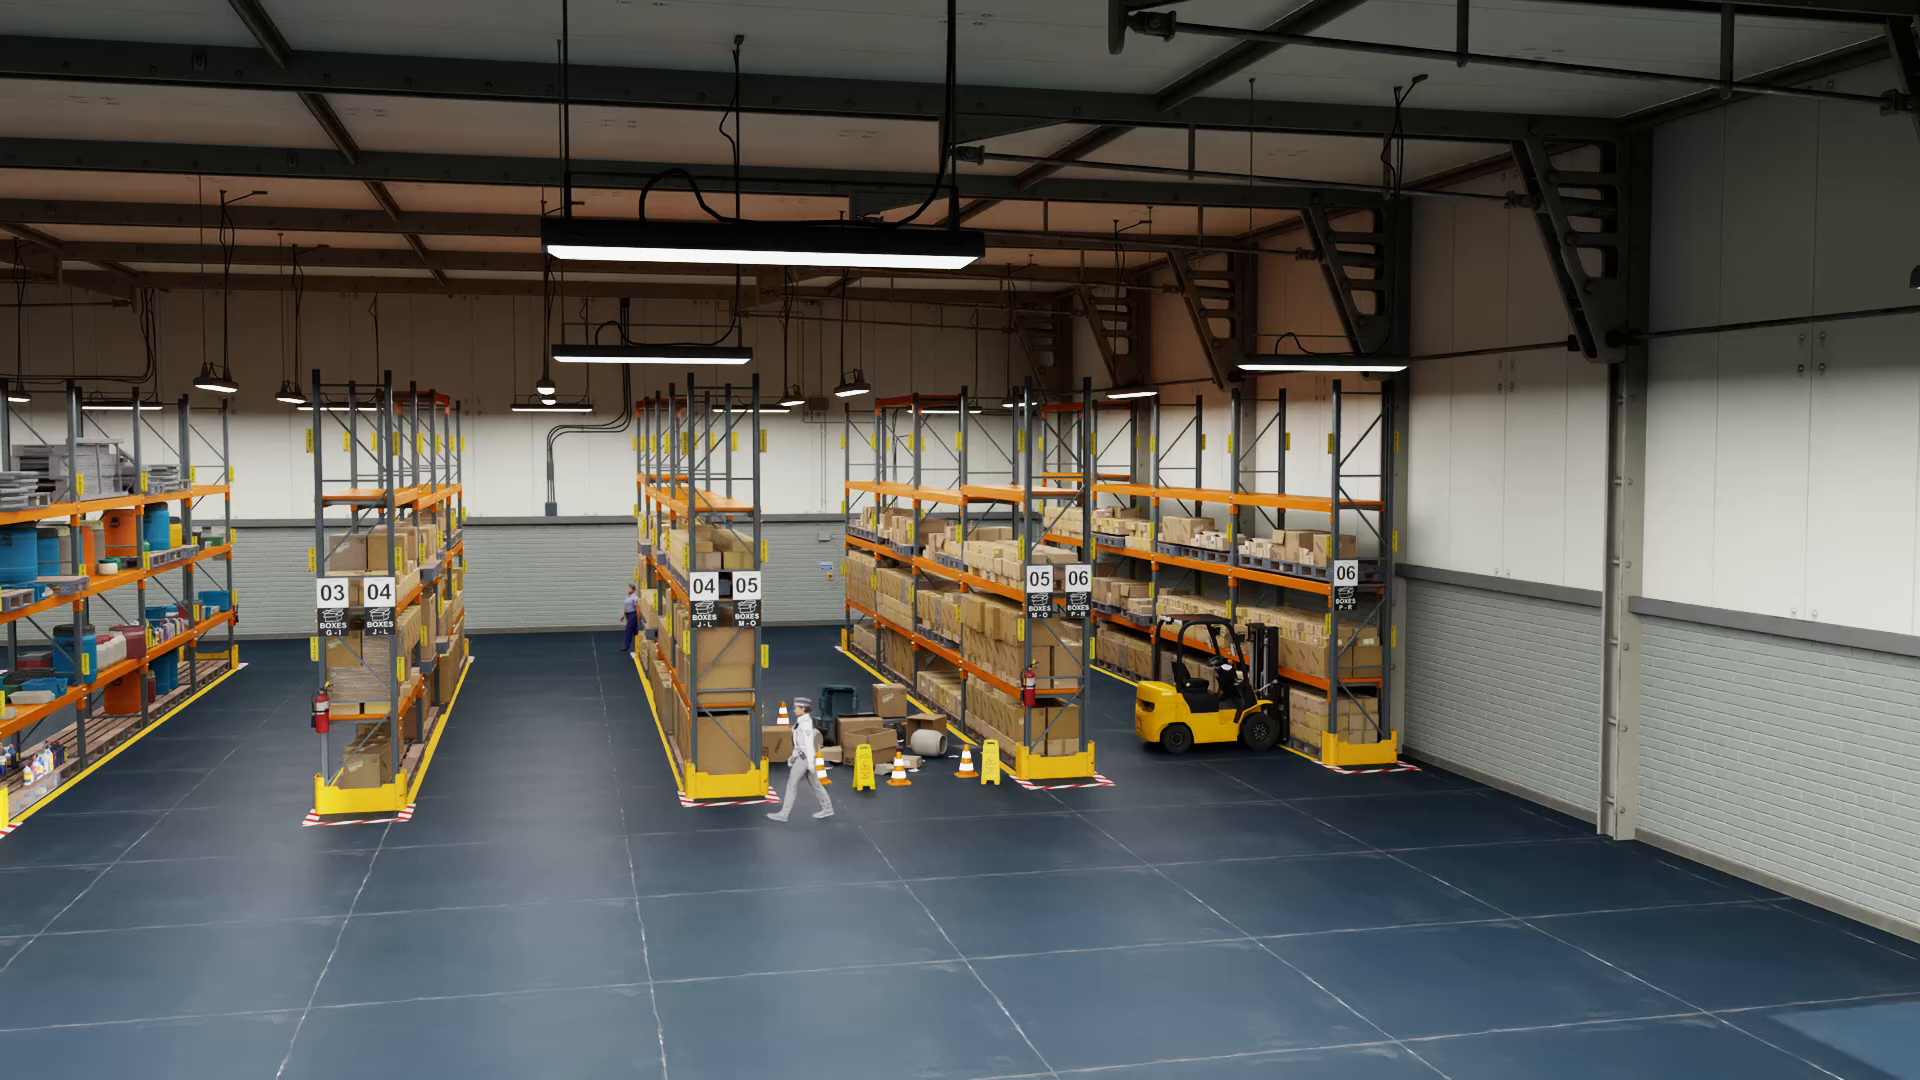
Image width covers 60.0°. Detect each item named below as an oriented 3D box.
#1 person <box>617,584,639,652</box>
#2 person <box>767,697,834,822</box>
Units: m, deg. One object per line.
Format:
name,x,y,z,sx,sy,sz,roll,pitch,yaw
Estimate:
person,-7.941,1.874,40.123,0.828,1.632,0.487,-2,4,-37
person,-2.115,2.902,22.103,0.865,1.632,0.492,0,3,0
